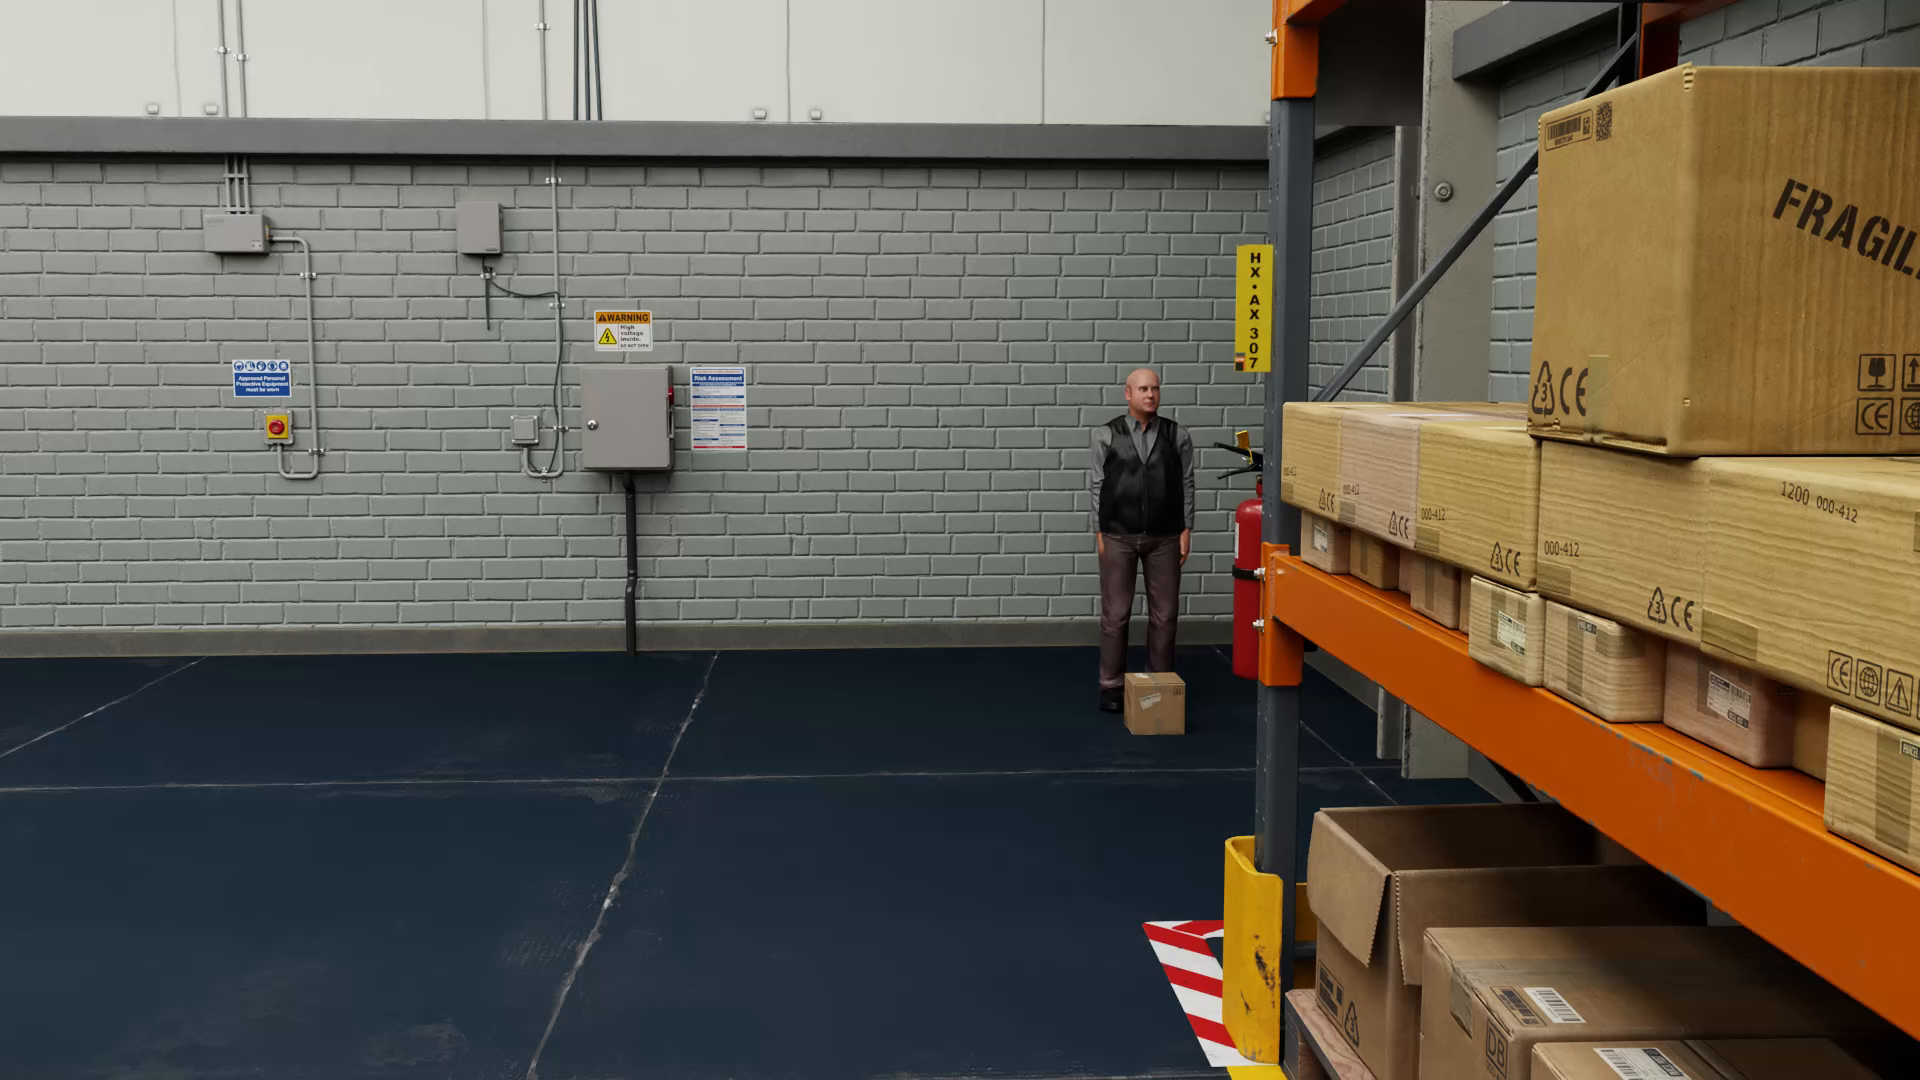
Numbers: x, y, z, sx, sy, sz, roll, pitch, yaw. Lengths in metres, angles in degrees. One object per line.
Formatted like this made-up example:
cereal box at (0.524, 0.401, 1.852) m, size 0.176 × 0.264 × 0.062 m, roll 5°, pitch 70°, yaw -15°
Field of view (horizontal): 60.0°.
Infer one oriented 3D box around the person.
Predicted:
person at (0.922, -0.001, 8.372) m, size 0.531 × 1.716 × 0.359 m, roll 0°, pitch 7°, yaw -2°
